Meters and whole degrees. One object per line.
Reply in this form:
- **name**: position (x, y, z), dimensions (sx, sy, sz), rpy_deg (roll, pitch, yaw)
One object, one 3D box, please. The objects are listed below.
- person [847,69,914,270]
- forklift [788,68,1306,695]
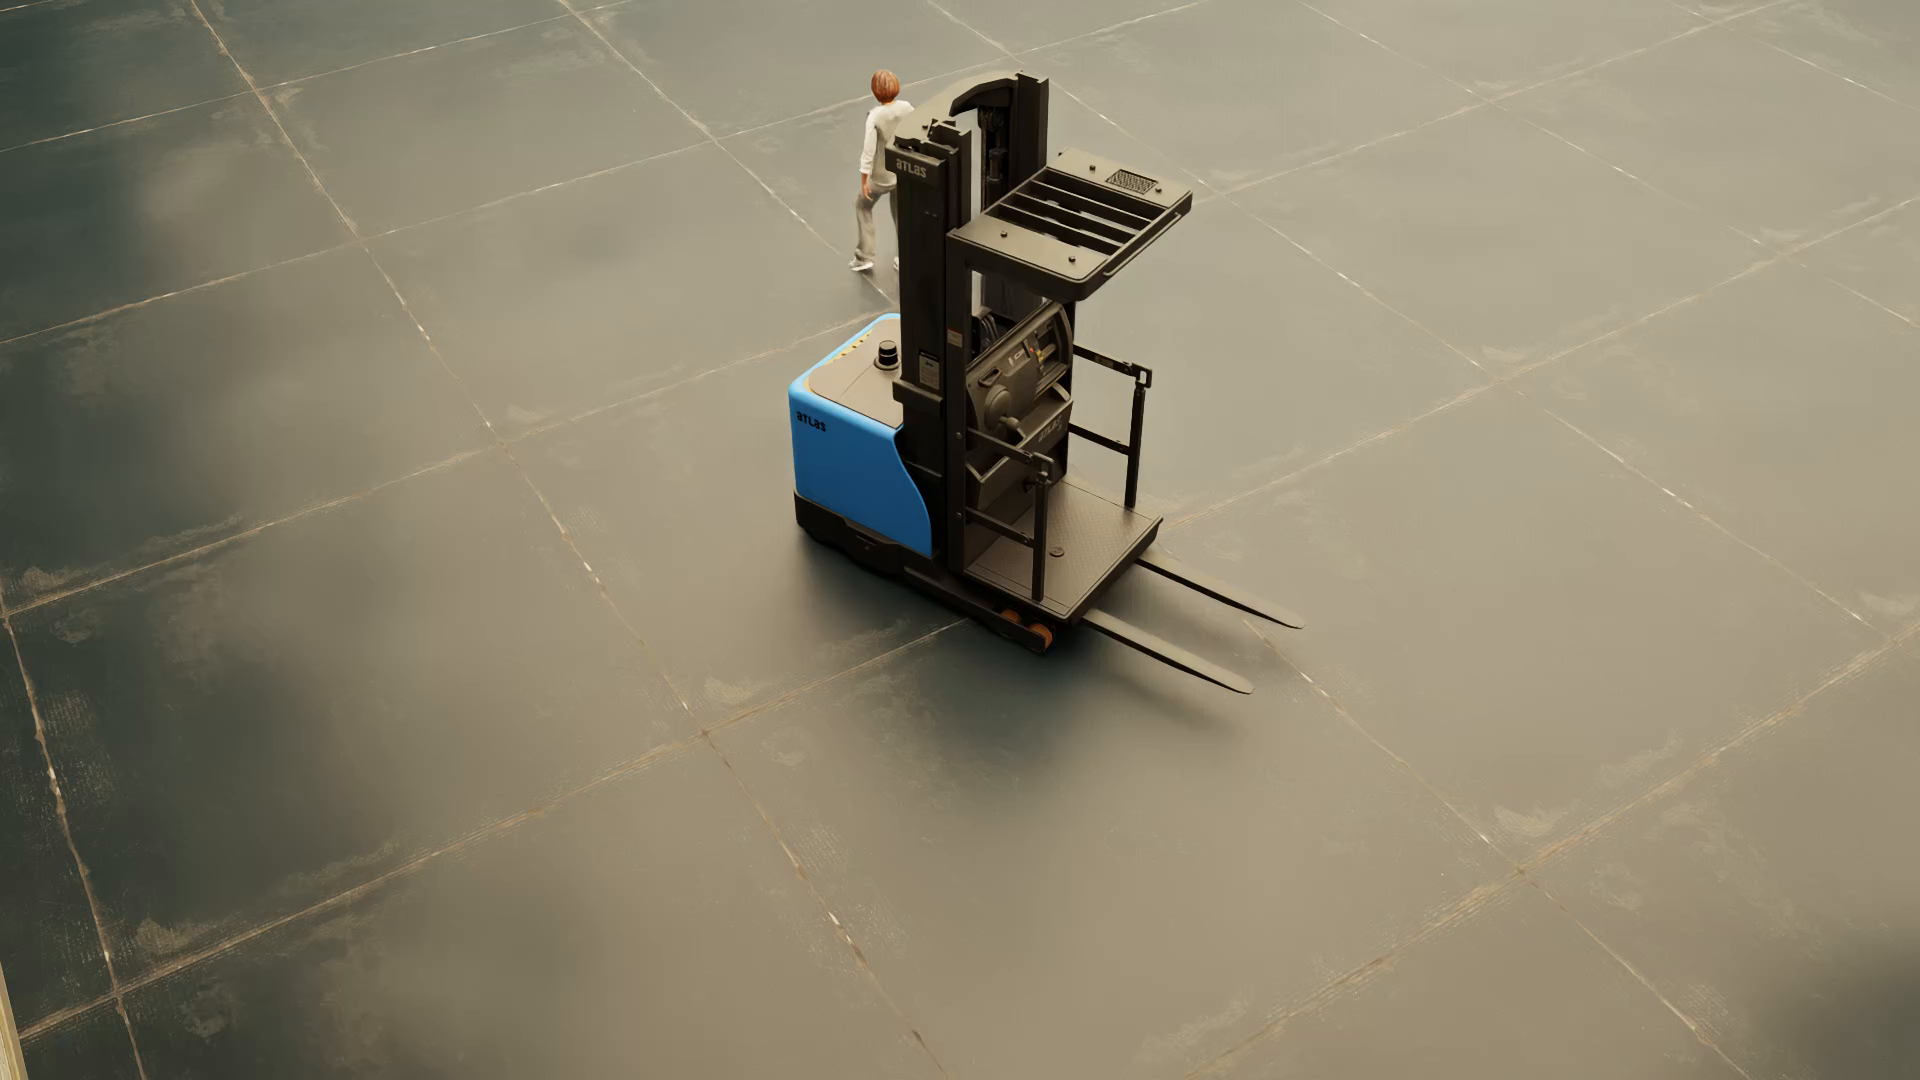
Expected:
- **person**: position (-0.526, -2.610, 11.924), dimensions (0.510, 1.628, 0.488), rpy_deg (-22, 46, -24)
- **forklift**: position (0.496, -0.872, 8.869), dimensions (3.031, 2.935, 1.130), rpy_deg (25, 47, 26)
